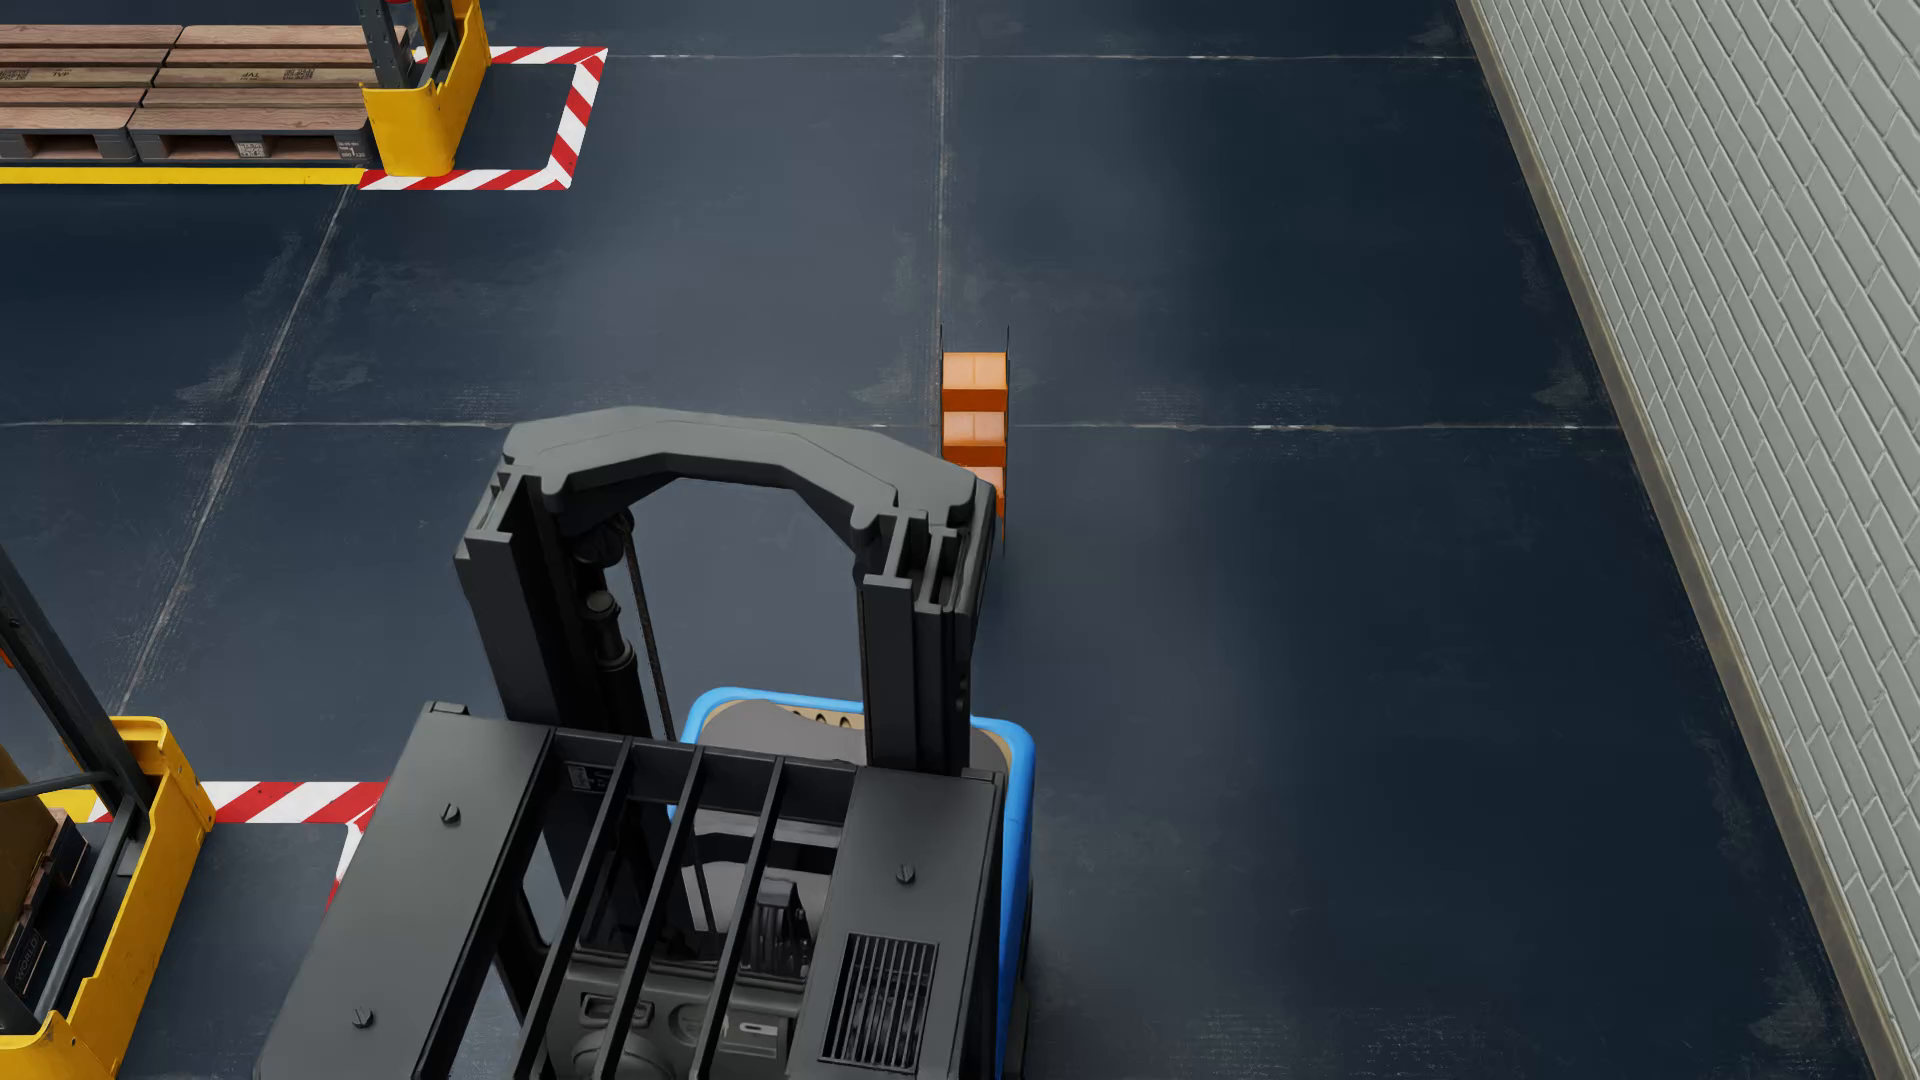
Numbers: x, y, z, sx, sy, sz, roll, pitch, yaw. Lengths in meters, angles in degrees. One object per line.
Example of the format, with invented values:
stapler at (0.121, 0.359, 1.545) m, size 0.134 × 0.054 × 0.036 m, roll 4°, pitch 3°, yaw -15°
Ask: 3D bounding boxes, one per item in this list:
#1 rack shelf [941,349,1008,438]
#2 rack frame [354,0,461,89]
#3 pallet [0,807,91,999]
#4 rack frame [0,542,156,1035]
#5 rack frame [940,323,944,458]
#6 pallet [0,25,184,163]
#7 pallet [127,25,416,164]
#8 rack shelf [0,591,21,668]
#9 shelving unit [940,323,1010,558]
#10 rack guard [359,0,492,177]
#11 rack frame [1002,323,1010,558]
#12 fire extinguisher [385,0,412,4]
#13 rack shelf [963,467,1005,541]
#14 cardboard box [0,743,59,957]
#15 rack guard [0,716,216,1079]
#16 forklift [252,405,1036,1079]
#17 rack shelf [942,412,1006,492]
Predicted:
rack shelf at (0.054, -0.544, 6.166) m, size 0.240 × 0.259 × 0.215 m, roll 0°, pitch 47°, yaw 0°
rack frame at (-2.794, -3.292, 7.764) m, size 0.127 × 3.000 × 1.000 m, roll 0°, pitch 47°, yaw 0°
pallet at (-3.612, 1.339, 5.359) m, size 1.213 × 0.211 × 1.003 m, roll 0°, pitch 47°, yaw 0°
rack frame at (-2.813, 0.334, 4.390) m, size 0.127 × 3.000 × 1.000 m, roll 0°, pitch 47°, yaw 0°
rack frame at (-0.069, -0.358, 6.366) m, size 0.008 × 1.050 × 0.200 m, roll 0°, pitch 47°, yaw 0°
pallet at (-4.836, -2.378, 8.819) m, size 1.213 × 0.211 × 1.003 m, roll 0°, pitch 47°, yaw 0°
pallet at (-3.619, -2.372, 8.814) m, size 1.213 × 0.211 × 1.003 m, roll 0°, pitch 47°, yaw 0°
rack shelf at (-4.813, 0.574, 4.658) m, size 4.000 × 0.370 × 1.077 m, roll 0°, pitch 47°, yaw 0°
shelving unit at (0.053, -0.358, 6.366) m, size 0.252 × 1.050 × 0.215 m, roll 0°, pitch 47°, yaw 0°
rack guard at (-2.770, -2.449, 8.688) m, size 0.348 × 0.500 × 1.175 m, roll 0°, pitch 47°, yaw 0°
rack frame at (0.176, -0.357, 6.365) m, size 0.008 × 1.050 × 0.200 m, roll 0°, pitch 47°, yaw 0°
fire extinguisher at (-2.645, -2.805, 7.619) m, size 0.183 × 0.674 × 0.296 m, roll 0°, pitch 47°, yaw 0°
rack shelf at (0.053, -0.161, 6.577) m, size 0.240 × 0.259 × 0.215 m, roll 0°, pitch 47°, yaw 0°
cardboard box at (-3.453, 0.972, 4.961) m, size 0.875 × 0.875 × 0.875 m, roll 0°, pitch 47°, yaw 0°
rack guard at (-2.789, 1.186, 5.305) m, size 0.348 × 0.500 × 1.175 m, roll 0°, pitch 47°, yaw 0°
forklift at (-0.500, 1.276, 3.560) m, size 1.130 × 2.935 × 3.031 m, roll 6°, pitch 47°, yaw 6°
rack shelf at (0.054, -0.350, 6.373) m, size 0.240 × 0.259 × 0.215 m, roll 0°, pitch 47°, yaw 0°
